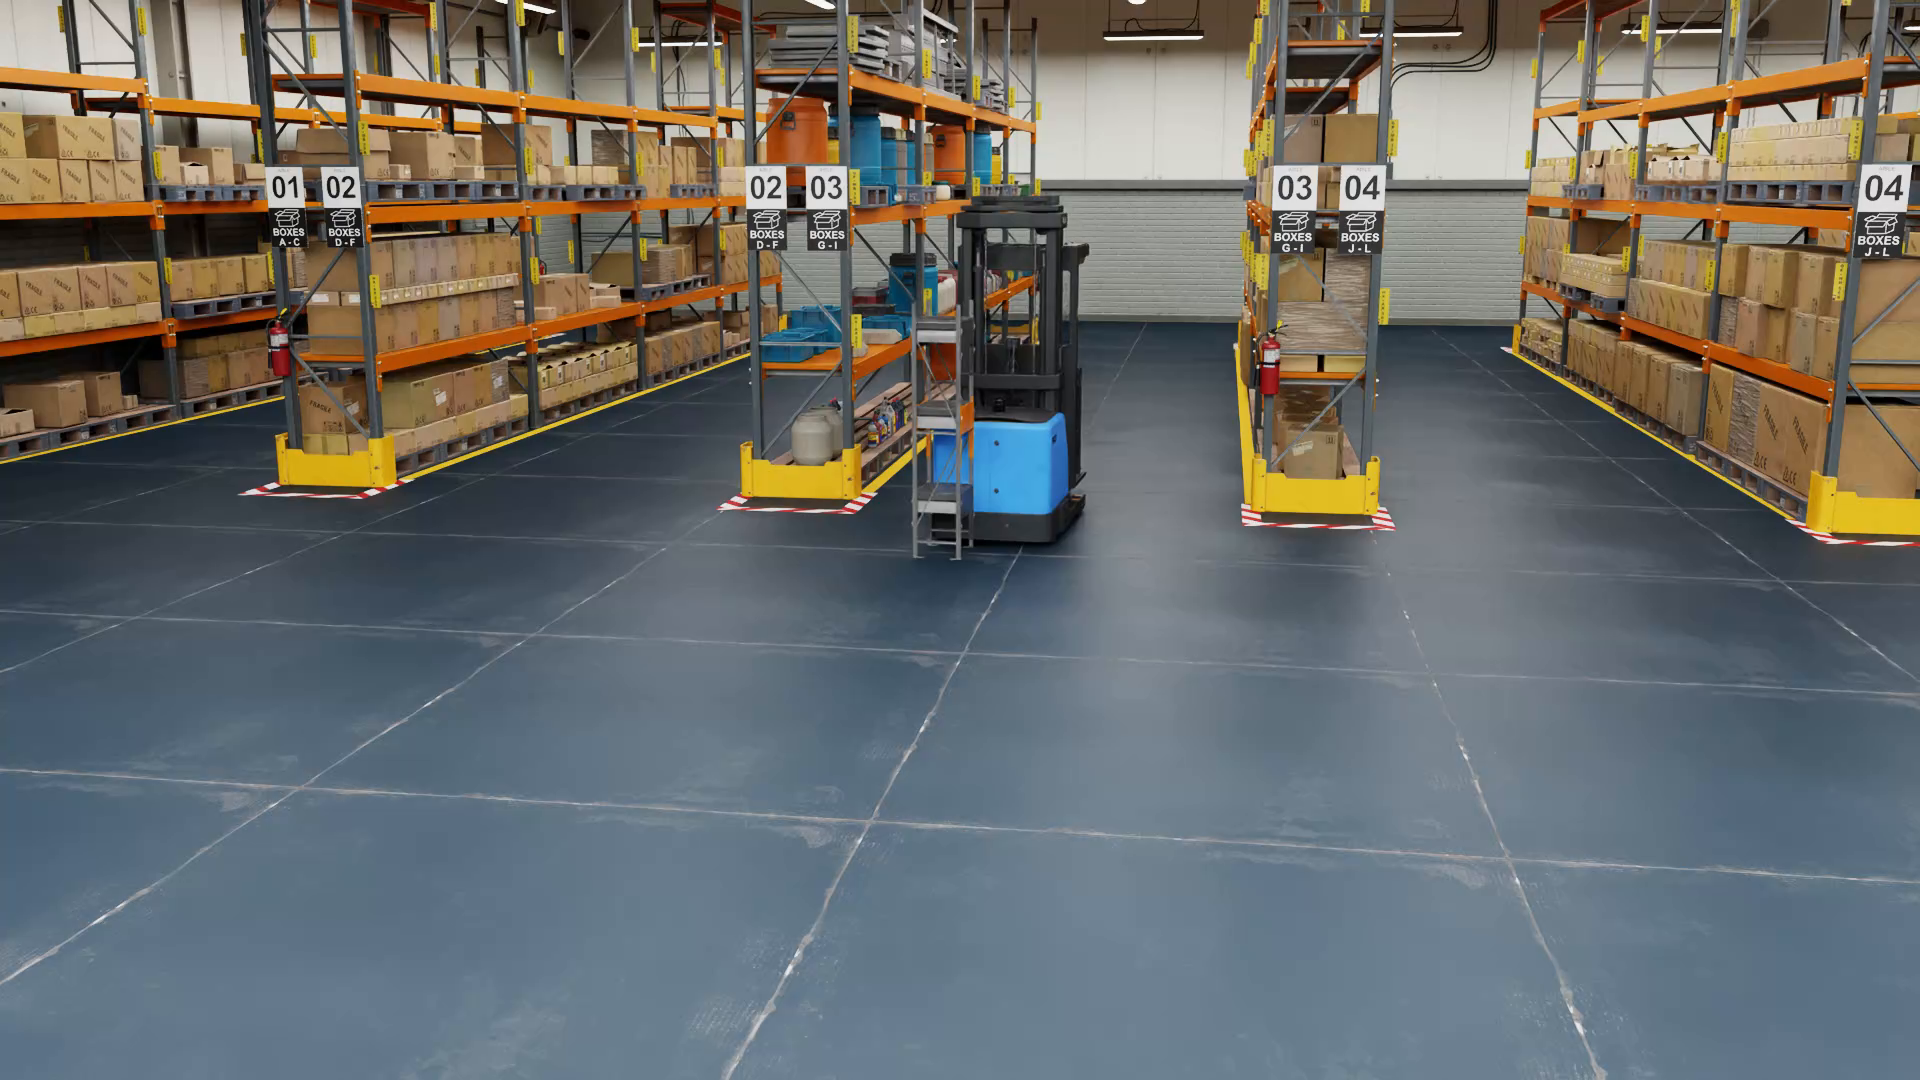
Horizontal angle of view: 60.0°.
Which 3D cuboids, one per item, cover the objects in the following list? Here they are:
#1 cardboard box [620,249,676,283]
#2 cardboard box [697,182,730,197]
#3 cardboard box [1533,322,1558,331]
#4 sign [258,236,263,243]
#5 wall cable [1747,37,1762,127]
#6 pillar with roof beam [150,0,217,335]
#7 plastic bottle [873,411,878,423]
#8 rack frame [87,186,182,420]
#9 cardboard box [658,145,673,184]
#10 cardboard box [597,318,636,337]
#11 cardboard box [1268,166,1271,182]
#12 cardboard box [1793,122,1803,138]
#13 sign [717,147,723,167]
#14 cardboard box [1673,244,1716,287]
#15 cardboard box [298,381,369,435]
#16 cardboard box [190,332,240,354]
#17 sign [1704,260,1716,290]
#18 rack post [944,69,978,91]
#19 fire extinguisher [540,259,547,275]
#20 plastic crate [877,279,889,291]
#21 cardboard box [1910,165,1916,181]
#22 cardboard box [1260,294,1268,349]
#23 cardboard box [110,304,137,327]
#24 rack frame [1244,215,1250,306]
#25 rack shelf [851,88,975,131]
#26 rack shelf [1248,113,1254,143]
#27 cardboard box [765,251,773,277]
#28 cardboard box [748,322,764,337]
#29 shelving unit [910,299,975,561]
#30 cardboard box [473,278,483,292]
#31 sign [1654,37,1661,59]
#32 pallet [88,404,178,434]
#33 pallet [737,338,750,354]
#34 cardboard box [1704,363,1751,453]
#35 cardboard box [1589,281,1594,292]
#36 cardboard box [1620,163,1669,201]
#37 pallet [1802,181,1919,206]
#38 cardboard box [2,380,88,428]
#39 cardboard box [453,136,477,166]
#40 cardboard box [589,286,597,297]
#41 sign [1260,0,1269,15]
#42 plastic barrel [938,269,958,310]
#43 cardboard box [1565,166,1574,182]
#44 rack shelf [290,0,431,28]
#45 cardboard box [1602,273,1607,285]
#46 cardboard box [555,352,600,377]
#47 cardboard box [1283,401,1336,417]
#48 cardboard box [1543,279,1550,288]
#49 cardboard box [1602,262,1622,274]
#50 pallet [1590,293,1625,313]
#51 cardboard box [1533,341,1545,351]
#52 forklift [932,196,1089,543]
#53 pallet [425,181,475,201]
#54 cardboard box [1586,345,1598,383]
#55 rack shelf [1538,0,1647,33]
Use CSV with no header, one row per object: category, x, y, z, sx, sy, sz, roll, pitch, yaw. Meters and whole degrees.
cardboard box,-4.892,-4.299,26.088,0.700,0.500,0.500,4,13,19
cardboard box,-4.272,-6.045,28.658,0.500,0.250,0.500,2,12,9
cardboard box,10.235,-3.728,29.031,0.380,0.149,0.250,1,12,6
sign,-10.651,-4.469,25.362,0.100,0.325,0.005,2,12,9
wall cable,16.200,-8.874,34.312,0.463,3.000,0.029,2,12,9
pillar with roof beam,-6.903,-6.436,22.999,9.100,9.000,0.400,2,12,9
plastic bottle,-0.956,-1.338,18.986,0.061,0.283,0.133,2,12,9
rack frame,-10.717,-3.053,21.540,1.000,3.000,0.127,2,12,9
cardboard box,-4.944,-5.948,26.380,0.600,0.600,0.600,1,12,6
cardboard box,-5.291,-3.300,25.794,0.500,0.250,0.500,2,12,11
cardboard box,3.190,-3.559,16.175,0.380,0.149,0.250,2,12,9
cardboard box,8.148,-3.890,15.775,0.380,0.149,0.250,2,12,8
sign,-4.043,-6.453,28.034,0.100,0.325,0.005,2,12,9
cardboard box,9.156,-3.348,20.300,0.700,0.500,0.500,2,12,8
cardboard box,-6.649,-1.410,17.664,0.500,0.500,0.500,2,12,9
cardboard box,-10.480,-2.767,23.320,0.500,0.250,0.500,2,12,7
sign,8.313,-2.933,18.421,0.100,0.325,0.005,2,12,9
rack post,-0.242,-6.613,23.996,0.954,0.300,0.937,2,12,9
fire extinguisher,-8.393,-5.347,33.255,0.296,0.674,0.183,2,12,9
plastic crate,-0.864,-3.269,22.392,0.402,0.464,0.583,2,12,9
cardboard box,8.644,-3.269,14.784,0.380,0.149,0.250,2,12,9
cardboard box,3.421,-2.155,16.428,0.875,0.500,0.500,2,12,9
cardboard box,-10.576,-2.778,20.570,0.500,0.250,0.500,2,12,9
rack frame,5.811,-5.070,30.897,1.000,3.000,0.127,2,12,9
rack shelf,-0.621,-5.534,21.468,1.077,0.370,4.000,2,12,9
rack shelf,5.504,-7.039,28.451,1.077,0.370,4.000,2,12,9
cardboard box,-3.853,-5.230,31.404,0.500,0.500,0.500,2,12,9
cardboard box,-3.993,-3.944,31.158,0.500,0.250,0.500,2,12,9
shelving unit,-0.139,-0.915,13.753,0.431,2.100,0.503,3,12,12
cardboard box,-5.811,-2.984,19.442,0.380,0.149,0.250,2,12,8
sign,10.631,-7.505,25.365,0.100,0.325,0.005,2,12,9
pallet,-10.786,-1.549,21.180,1.003,0.211,1.213,2,12,9
pallet,-4.300,-3.593,30.665,1.003,0.211,1.213,2,12,9
cardboard box,8.685,-1.428,18.045,0.875,0.875,0.875,2,12,10
cardboard box,9.249,-3.636,23.842,0.380,0.149,0.250,1,12,6
cardboard box,9.303,-4.865,22.589,0.500,0.500,0.500,2,12,9
pallet,8.340,-3.135,15.010,1.003,0.211,1.213,2,12,9
cardboard box,-10.887,-1.624,19.800,0.700,0.500,0.500,1,12,5
cardboard box,-6.160,-4.586,19.966,0.500,0.500,0.500,3,13,13
cardboard box,-5.536,-3.502,23.837,0.500,0.311,0.500,2,12,8
sign,3.416,-6.055,18.636,0.100,0.325,0.005,2,12,9
plastic barrel,-0.085,-3.525,23.406,0.600,0.536,0.708,2,12,9
cardboard box,9.901,-5.797,26.321,0.500,0.250,0.500,1,12,6
rack shelf,-9.795,-8.508,26.429,1.077,0.370,4.000,2,12,9
cardboard box,9.132,-3.624,23.081,0.380,0.149,0.250,2,12,11
cardboard box,-5.277,-2.427,22.832,0.500,0.311,0.500,2,12,10
cardboard box,3.766,-1.222,17.979,0.500,0.500,0.500,1,12,4
cardboard box,10.064,-4.327,28.048,0.380,0.149,0.250,2,12,10
cardboard box,9.130,-3.765,23.030,0.380,0.149,0.250,2,12,8
pallet,9.471,-3.280,23.051,1.213,0.211,1.003,2,12,9
cardboard box,10.092,-3.337,28.627,0.380,0.149,0.250,1,12,6
forklift,0.573,-1.672,15.293,1.130,2.935,3.031,3,12,12
pallet,-6.118,-3.885,18.489,1.003,0.211,1.213,2,12,9
cardboard box,9.458,-2.570,24.234,0.500,0.500,0.500,1,12,6
rack shelf,10.389,-8.677,27.215,1.077,0.370,4.000,2,12,9
